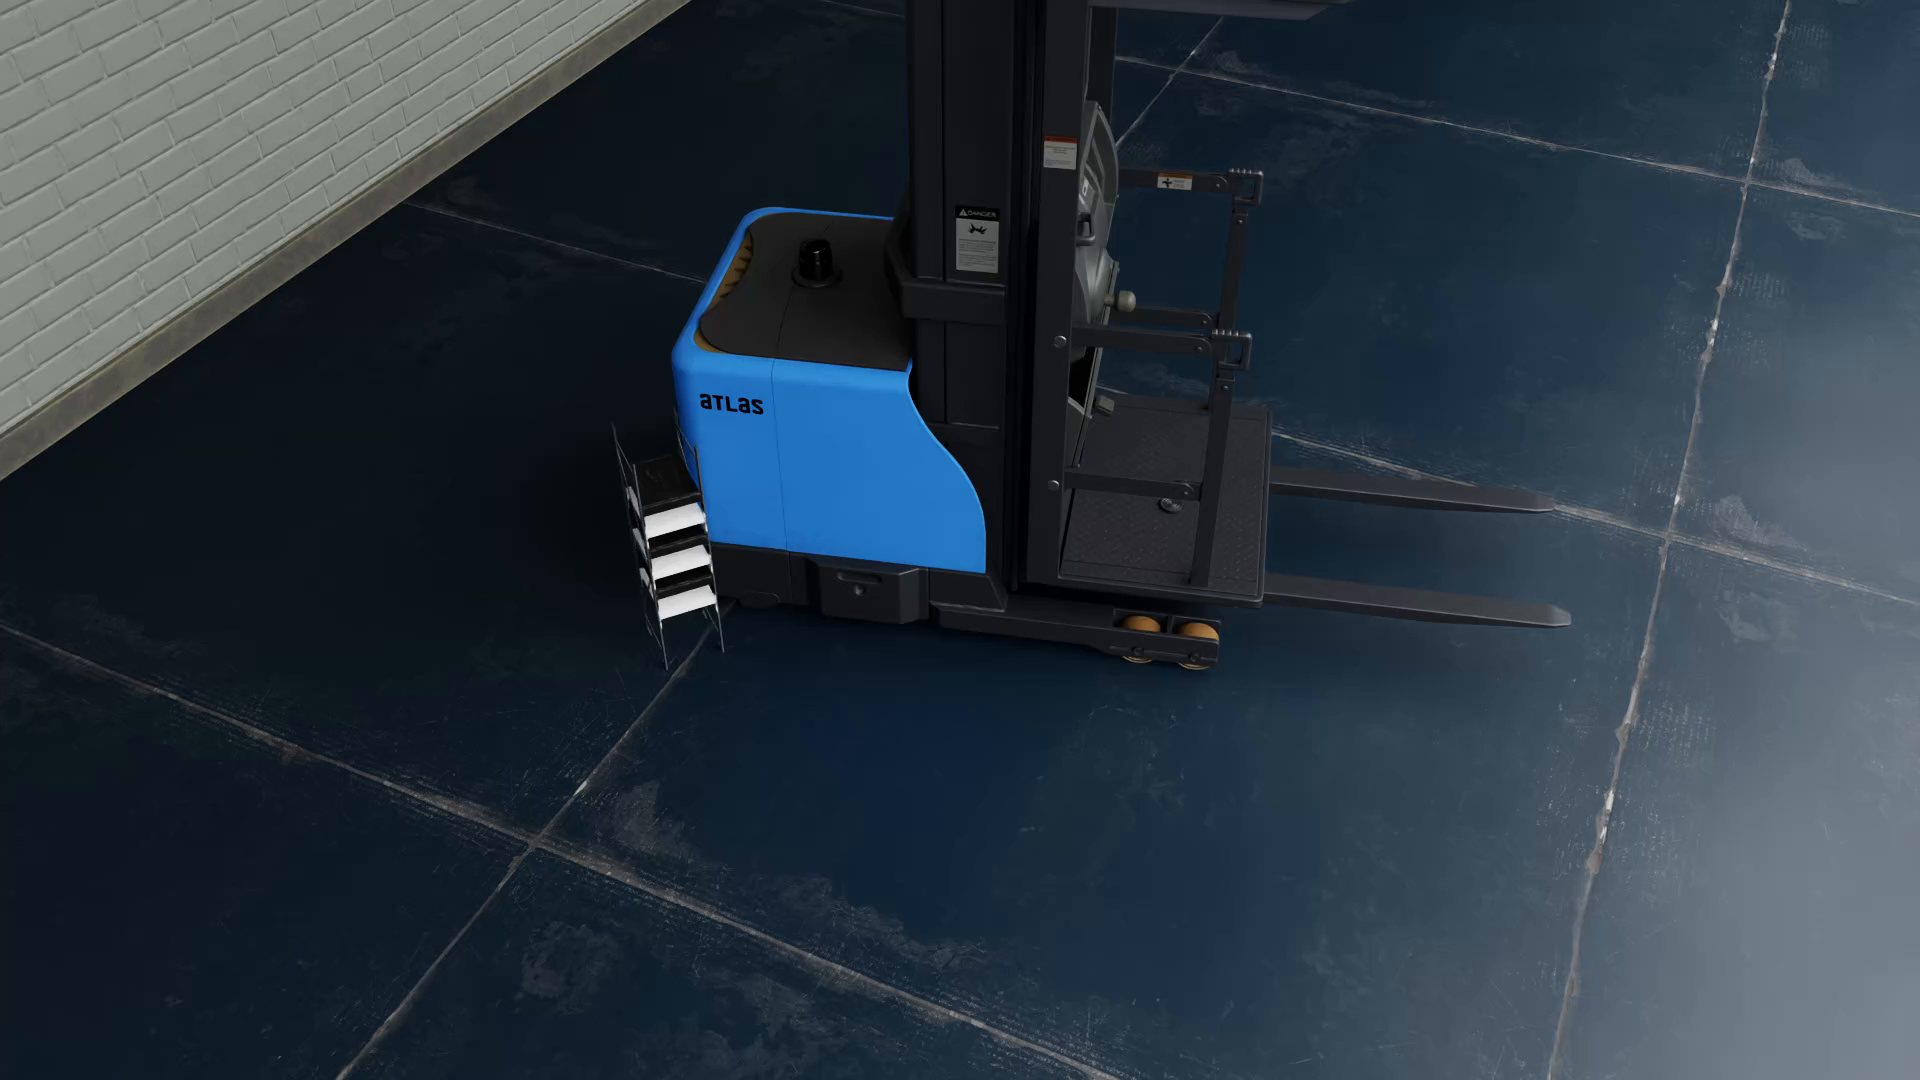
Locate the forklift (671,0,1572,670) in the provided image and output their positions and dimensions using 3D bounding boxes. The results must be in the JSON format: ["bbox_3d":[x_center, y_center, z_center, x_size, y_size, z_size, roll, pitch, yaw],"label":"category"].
[{"bbox_3d":[0.618,-1.038,5.210,3.031,2.935,1.130,6,41,7],"label":"forklift"}]

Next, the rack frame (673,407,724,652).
[{"bbox_3d":[-0.876,-0.020,5.586,0.006,0.900,0.240,-17,44,-19],"label":"rack frame"}]

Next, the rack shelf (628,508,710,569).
[{"bbox_3d":[-0.968,-0.034,5.516,0.200,0.077,0.258,-17,44,-19],"label":"rack shelf"}]

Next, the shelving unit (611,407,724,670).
[{"bbox_3d":[-0.968,0.008,5.553,0.210,0.900,0.258,-17,44,-19],"label":"shelving unit"}]

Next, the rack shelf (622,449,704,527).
[{"bbox_3d":[-0.968,-0.171,5.398,0.200,0.077,0.258,-17,44,-19],"label":"rack shelf"}]

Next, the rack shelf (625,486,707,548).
[{"bbox_3d":[-0.968,-0.103,5.457,0.200,0.077,0.258,-17,44,-19],"label":"rack shelf"}]

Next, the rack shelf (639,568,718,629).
[{"bbox_3d":[-0.968,0.170,5.693,0.200,0.077,0.258,-17,44,-19],"label":"rack shelf"}]

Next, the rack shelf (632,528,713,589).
[{"bbox_3d":[-0.968,0.034,5.575,0.200,0.077,0.258,-17,44,-19],"label":"rack shelf"}]

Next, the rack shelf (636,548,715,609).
[{"bbox_3d":[-0.968,0.102,5.634,0.200,0.077,0.258,-17,44,-19],"label":"rack shelf"}]

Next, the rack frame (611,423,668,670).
[{"bbox_3d":[-1.060,0.037,5.521,0.006,0.900,0.240,-17,44,-19],"label":"rack frame"}]
